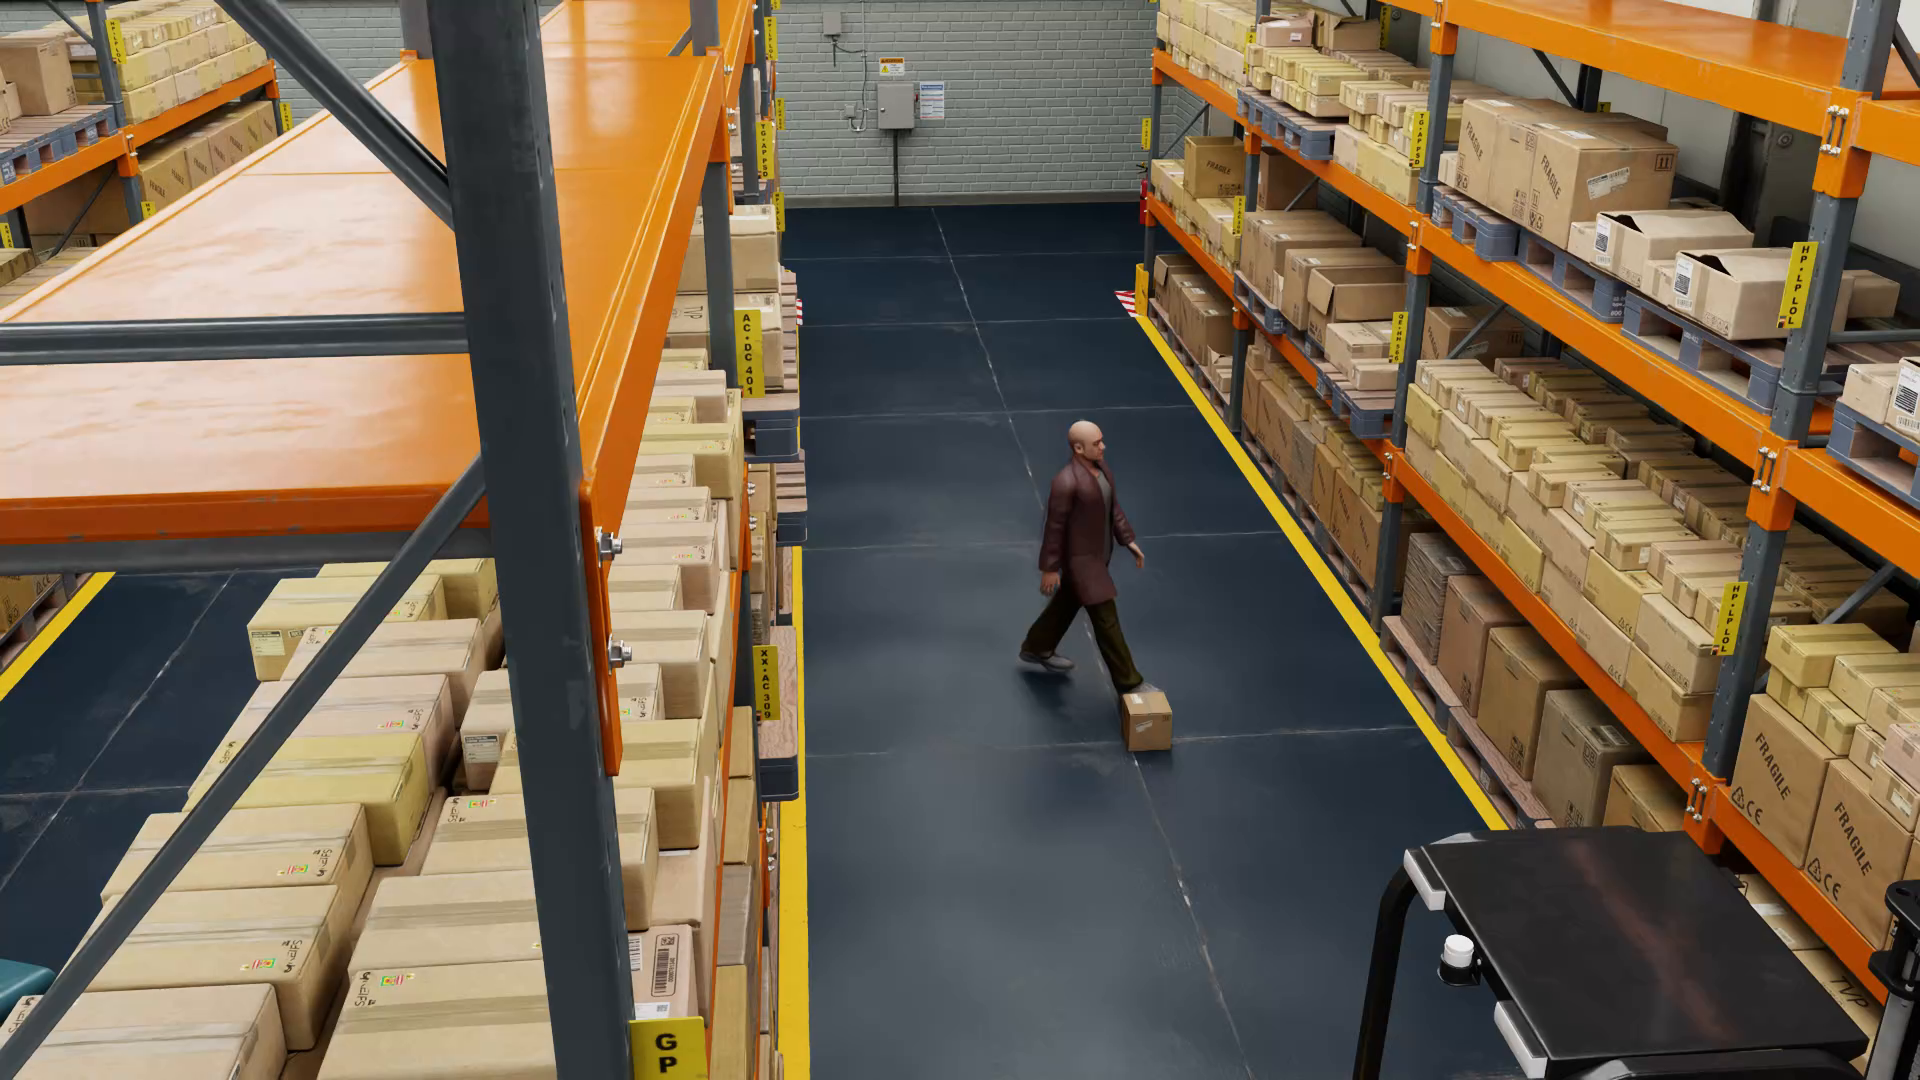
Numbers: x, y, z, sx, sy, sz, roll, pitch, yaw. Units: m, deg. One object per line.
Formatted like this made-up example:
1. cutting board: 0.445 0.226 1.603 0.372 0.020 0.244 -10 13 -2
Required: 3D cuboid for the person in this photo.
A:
1. person: 0.832 0.112 10.087 1.076 1.728 0.630 11 26 25
